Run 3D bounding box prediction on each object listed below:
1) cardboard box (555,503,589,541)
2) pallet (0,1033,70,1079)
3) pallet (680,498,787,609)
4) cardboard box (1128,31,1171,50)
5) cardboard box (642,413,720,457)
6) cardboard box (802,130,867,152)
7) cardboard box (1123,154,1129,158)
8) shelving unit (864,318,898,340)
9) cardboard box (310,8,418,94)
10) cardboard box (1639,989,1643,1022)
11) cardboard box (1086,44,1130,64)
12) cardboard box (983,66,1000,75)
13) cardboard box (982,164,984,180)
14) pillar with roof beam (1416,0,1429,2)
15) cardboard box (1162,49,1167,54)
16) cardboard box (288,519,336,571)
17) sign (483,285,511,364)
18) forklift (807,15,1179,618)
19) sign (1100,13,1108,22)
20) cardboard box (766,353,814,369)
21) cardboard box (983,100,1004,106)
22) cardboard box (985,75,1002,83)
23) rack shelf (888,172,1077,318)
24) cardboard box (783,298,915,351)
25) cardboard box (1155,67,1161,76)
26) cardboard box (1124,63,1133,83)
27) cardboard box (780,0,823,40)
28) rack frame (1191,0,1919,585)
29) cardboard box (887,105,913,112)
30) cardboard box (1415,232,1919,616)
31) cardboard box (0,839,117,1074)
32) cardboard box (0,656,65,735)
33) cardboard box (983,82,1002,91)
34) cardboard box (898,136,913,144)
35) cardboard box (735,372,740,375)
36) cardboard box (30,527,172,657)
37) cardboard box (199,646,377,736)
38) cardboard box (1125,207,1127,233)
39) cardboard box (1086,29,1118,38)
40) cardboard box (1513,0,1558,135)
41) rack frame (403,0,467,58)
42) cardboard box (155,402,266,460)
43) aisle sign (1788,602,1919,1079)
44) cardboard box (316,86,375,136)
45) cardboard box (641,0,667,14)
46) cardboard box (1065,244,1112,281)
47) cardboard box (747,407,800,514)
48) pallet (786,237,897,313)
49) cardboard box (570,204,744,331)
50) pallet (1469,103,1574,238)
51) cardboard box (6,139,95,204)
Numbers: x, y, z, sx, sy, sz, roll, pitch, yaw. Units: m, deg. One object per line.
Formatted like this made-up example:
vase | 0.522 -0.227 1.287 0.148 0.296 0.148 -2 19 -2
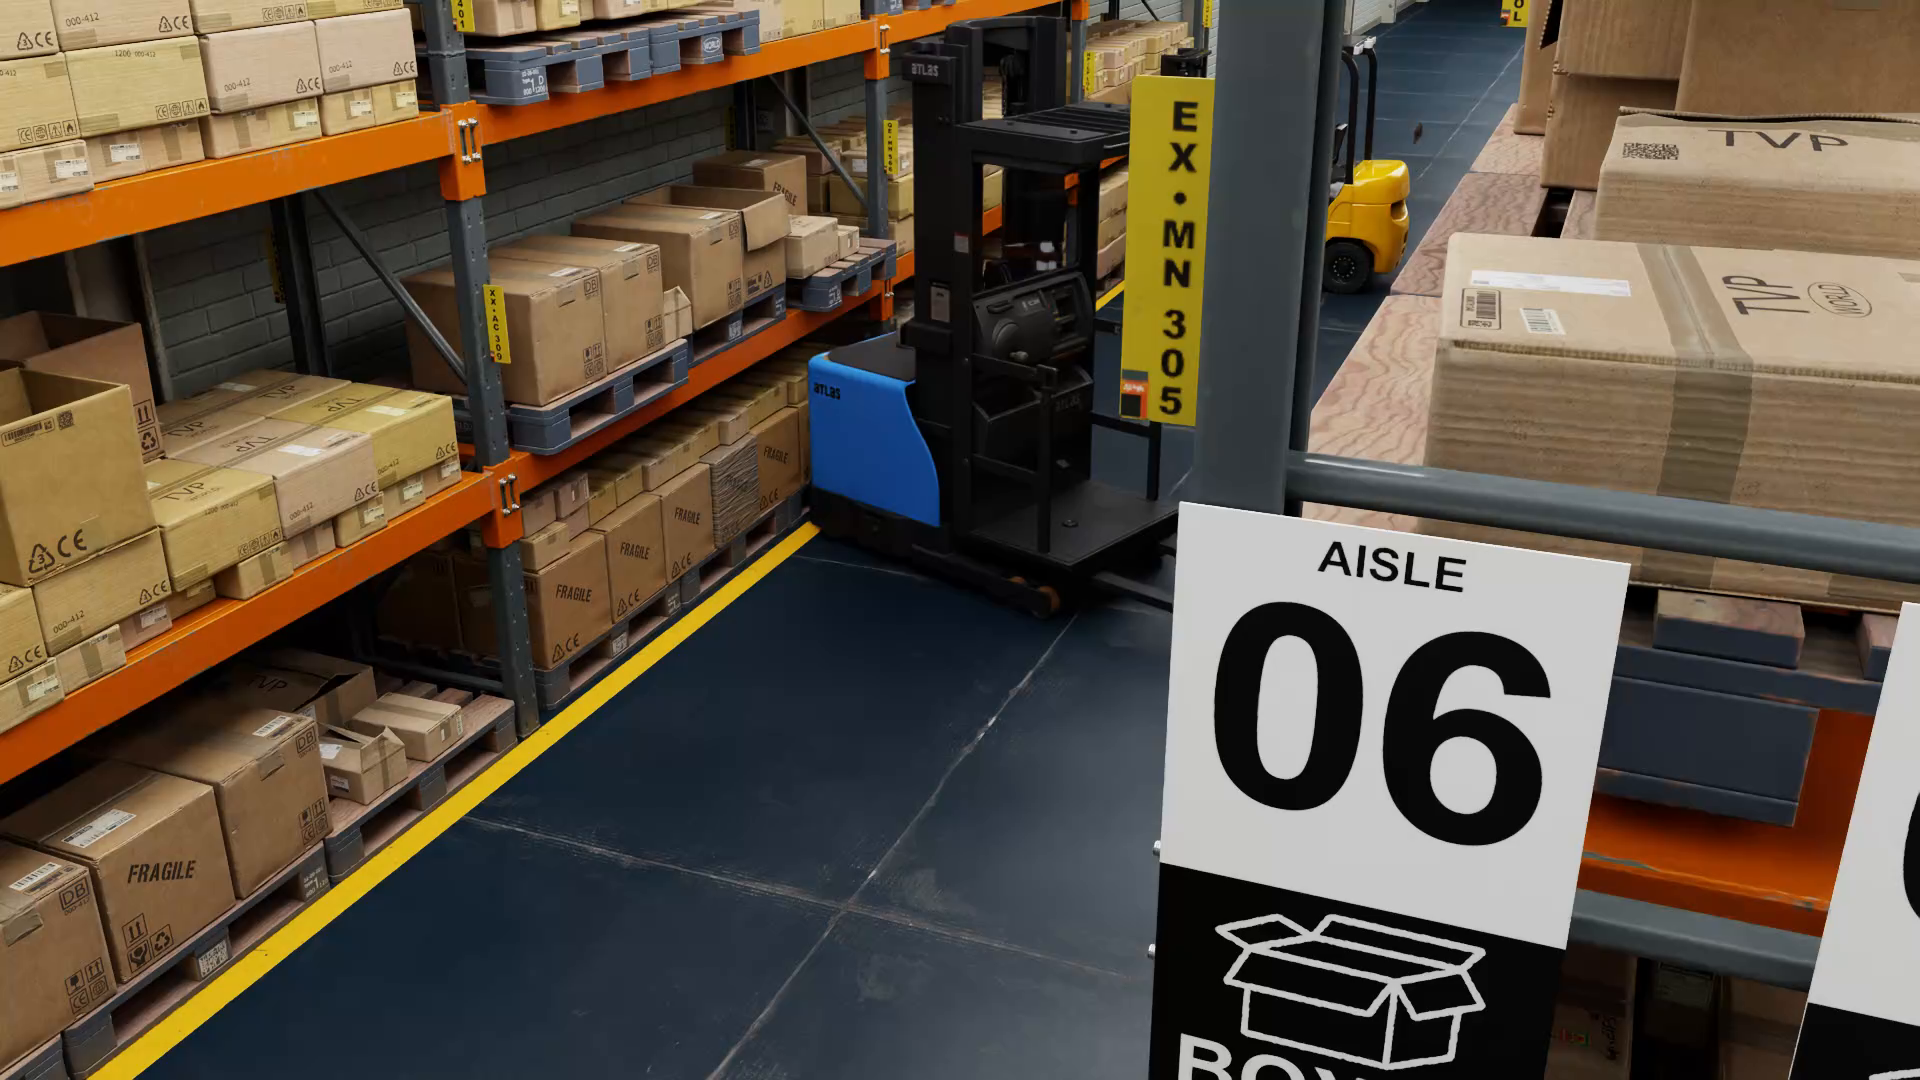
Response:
cardboard box | -2.011 -0.106 7.970 0.380 0.149 0.250 8 24 19
pallet | -3.584 1.839 5.073 1.003 0.211 1.213 9 24 20
pallet | -1.703 -0.014 9.510 1.003 0.211 1.213 9 24 20
cardboard box | 1.808 -4.807 16.010 0.380 0.149 0.250 9 24 21
cardboard box | -1.542 -0.573 9.087 0.380 0.149 0.250 9 24 20
cardboard box | -0.857 -2.682 11.308 0.380 0.149 0.250 9 24 20
cardboard box | 1.791 -3.672 16.375 0.500 0.250 0.500 9 24 21
shelving unit | -0.424 -0.833 10.381 0.252 1.050 0.215 -20 30 -39
cardboard box | -2.369 -1.810 6.108 0.500 0.250 0.500 9 24 20
cardboard box | 1.330 0.750 2.636 0.500 0.500 0.500 8 24 19
cardboard box | 1.305 -4.357 14.931 0.380 0.149 0.250 8 24 19
cardboard box | 0.388 -4.069 14.243 0.380 0.149 0.250 9 24 20
cardboard box | -0.146 -2.647 11.741 0.500 0.250 0.500 8 24 19
pillar with roof beam | 16.080 -17.628 40.277 9.100 9.000 0.400 9 24 20
cardboard box | 1.788 -4.673 16.074 0.380 0.149 0.250 8 24 18
cardboard box | -2.579 -0.017 6.226 0.380 0.149 0.250 9 24 21
sign | -1.915 -0.891 6.868 0.100 0.325 0.005 9 24 20
forklift | 0.557 -1.170 8.748 3.031 2.935 1.130 18 29 37
sign | 1.522 -5.378 17.508 0.100 0.325 0.005 9 24 20
cardboard box | -0.957 -1.022 10.162 0.380 0.149 0.250 7 24 17
cardboard box | 0.280 -3.248 12.662 0.380 0.149 0.250 8 24 19
cardboard box | 0.430 -3.926 14.287 0.380 0.149 0.250 9 24 20
rack shelf | -0.193 -2.382 12.493 1.077 0.370 4.000 9 24 20
cardboard box | -0.692 -1.317 11.547 0.875 0.625 0.625 10 25 22
cardboard box | 1.705 -4.325 16.083 0.500 0.500 0.500 8 24 19
cardboard box | 1.337 -4.213 14.972 0.380 0.149 0.250 9 24 20
cardboard box | -1.088 -2.914 9.138 0.500 0.250 0.500 9 24 20
rack frame | 0.702 -1.194 0.933 1.000 3.000 0.127 9 24 20
cardboard box | -0.390 -3.141 12.406 0.380 0.149 0.250 9 24 21
cardboard box | 0.786 -0.154 1.856 0.500 0.250 0.500 7 24 15
cardboard box | -3.239 1.319 5.399 0.700 0.500 0.500 10 25 22
cardboard box | -3.006 0.449 5.110 0.380 0.149 0.250 8 24 19
cardboard box | 0.220 -3.680 13.696 0.380 0.149 0.250 8 24 19
cardboard box | -0.375 -2.606 11.127 0.380 0.149 0.250 9 24 21
cardboard box | -1.561 -1.004 10.118 0.380 0.149 0.250 9 24 21
cardboard box | -2.947 0.125 5.368 0.500 0.250 0.500 8 24 19
cardboard box | -2.887 0.683 7.166 0.500 0.311 0.500 10 25 22
cardboard box | 1.398 -3.073 15.588 0.500 0.250 0.500 9 24 20
cardboard box | 1.318 -4.884 16.194 0.380 0.149 0.250 10 25 22
cardboard box | 1.774 -1.347 4.386 0.500 0.500 0.500 9 24 21
rack frame | -2.422 -3.335 6.058 1.000 3.000 0.127 9 24 20
cardboard box | -3.037 -0.315 6.422 0.500 0.250 0.500 9 24 20
aisle sign | 0.945 0.442 1.427 0.394 0.787 0.004 9 24 20
cardboard box | -2.375 -1.576 6.066 0.380 0.149 0.250 9 24 20
cardboard box | -1.565 -2.490 7.580 0.380 0.149 0.250 8 24 19
cardboard box | 1.037 -2.480 14.818 0.500 0.250 0.500 9 24 21
cardboard box | -1.281 -0.491 9.731 0.500 0.500 0.500 10 25 22
pallet | -1.123 -1.657 10.073 1.213 0.211 1.003 9 24 20
cardboard box | -1.551 -1.414 8.568 0.700 0.500 0.500 9 24 20
pallet | 1.874 -0.909 4.258 1.003 0.211 1.213 9 24 20
cardboard box | -2.826 -1.108 4.946 0.380 0.149 0.250 9 24 21
